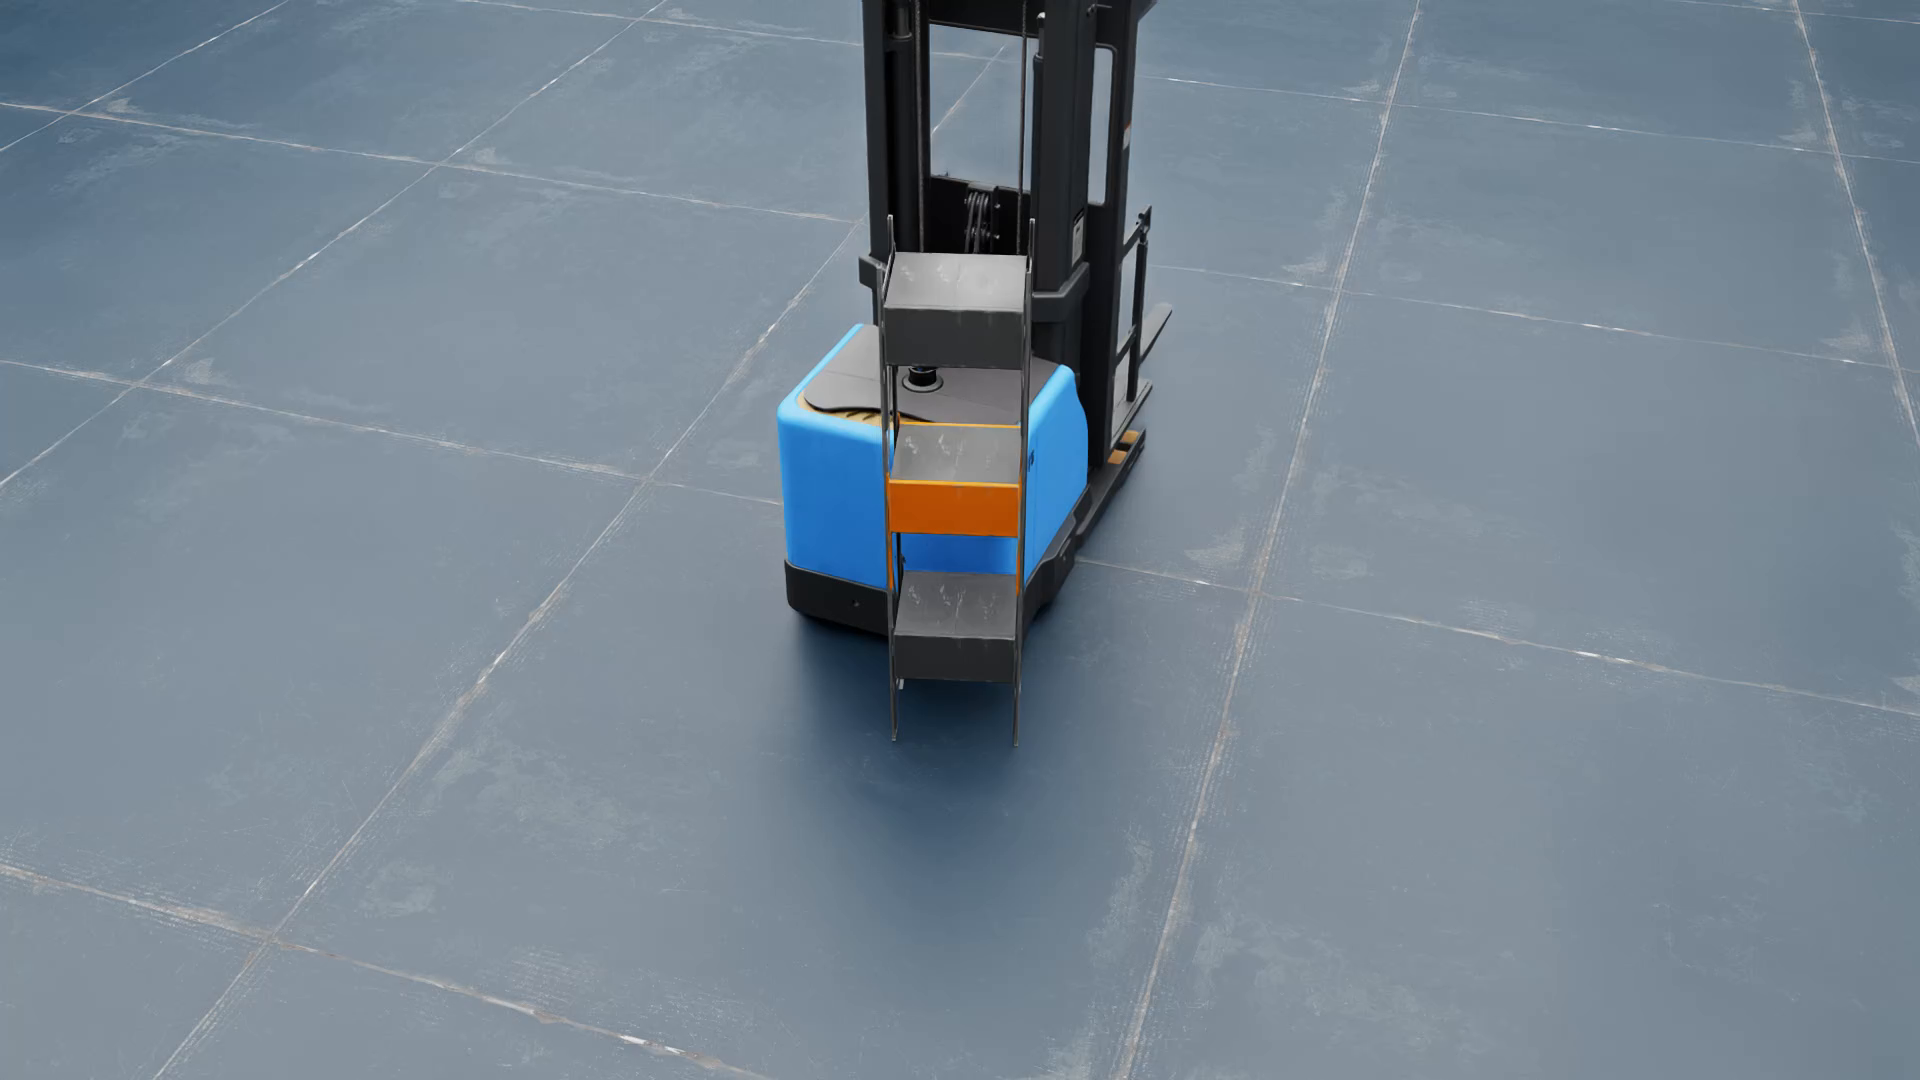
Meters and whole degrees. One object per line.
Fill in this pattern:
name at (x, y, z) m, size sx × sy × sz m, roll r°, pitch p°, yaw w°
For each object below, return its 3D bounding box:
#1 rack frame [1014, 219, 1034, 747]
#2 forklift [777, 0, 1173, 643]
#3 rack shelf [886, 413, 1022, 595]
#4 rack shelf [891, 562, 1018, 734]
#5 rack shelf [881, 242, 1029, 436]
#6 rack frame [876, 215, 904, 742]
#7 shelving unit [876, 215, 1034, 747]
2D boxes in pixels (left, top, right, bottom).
rack frame at (0.235, -0.137, 6.165) m, size 0.015 × 2.100 × 0.400 m, roll 2°, pitch 36°, yaw 3°
forklift at (0.276, -1.542, 7.373) m, size 1.130 × 2.935 × 3.031 m, roll 14°, pitch 39°, yaw 18°
rack shelf at (-0.009, -0.136, 6.186) m, size 0.480 × 0.518 × 0.431 m, roll 2°, pitch 36°, yaw 3°
rack shelf at (-0.009, 0.428, 6.601) m, size 0.480 × 0.518 × 0.431 m, roll 2°, pitch 36°, yaw 3°
rack shelf at (-0.009, -0.700, 5.771) m, size 0.480 × 0.518 × 0.431 m, roll 2°, pitch 36°, yaw 3°
rack frame at (-0.252, -0.156, 6.191) m, size 0.015 × 2.100 × 0.400 m, roll 2°, pitch 36°, yaw 3°
shelving unit at (-0.009, -0.147, 6.178) m, size 0.503 × 2.100 × 0.431 m, roll 2°, pitch 36°, yaw 3°
